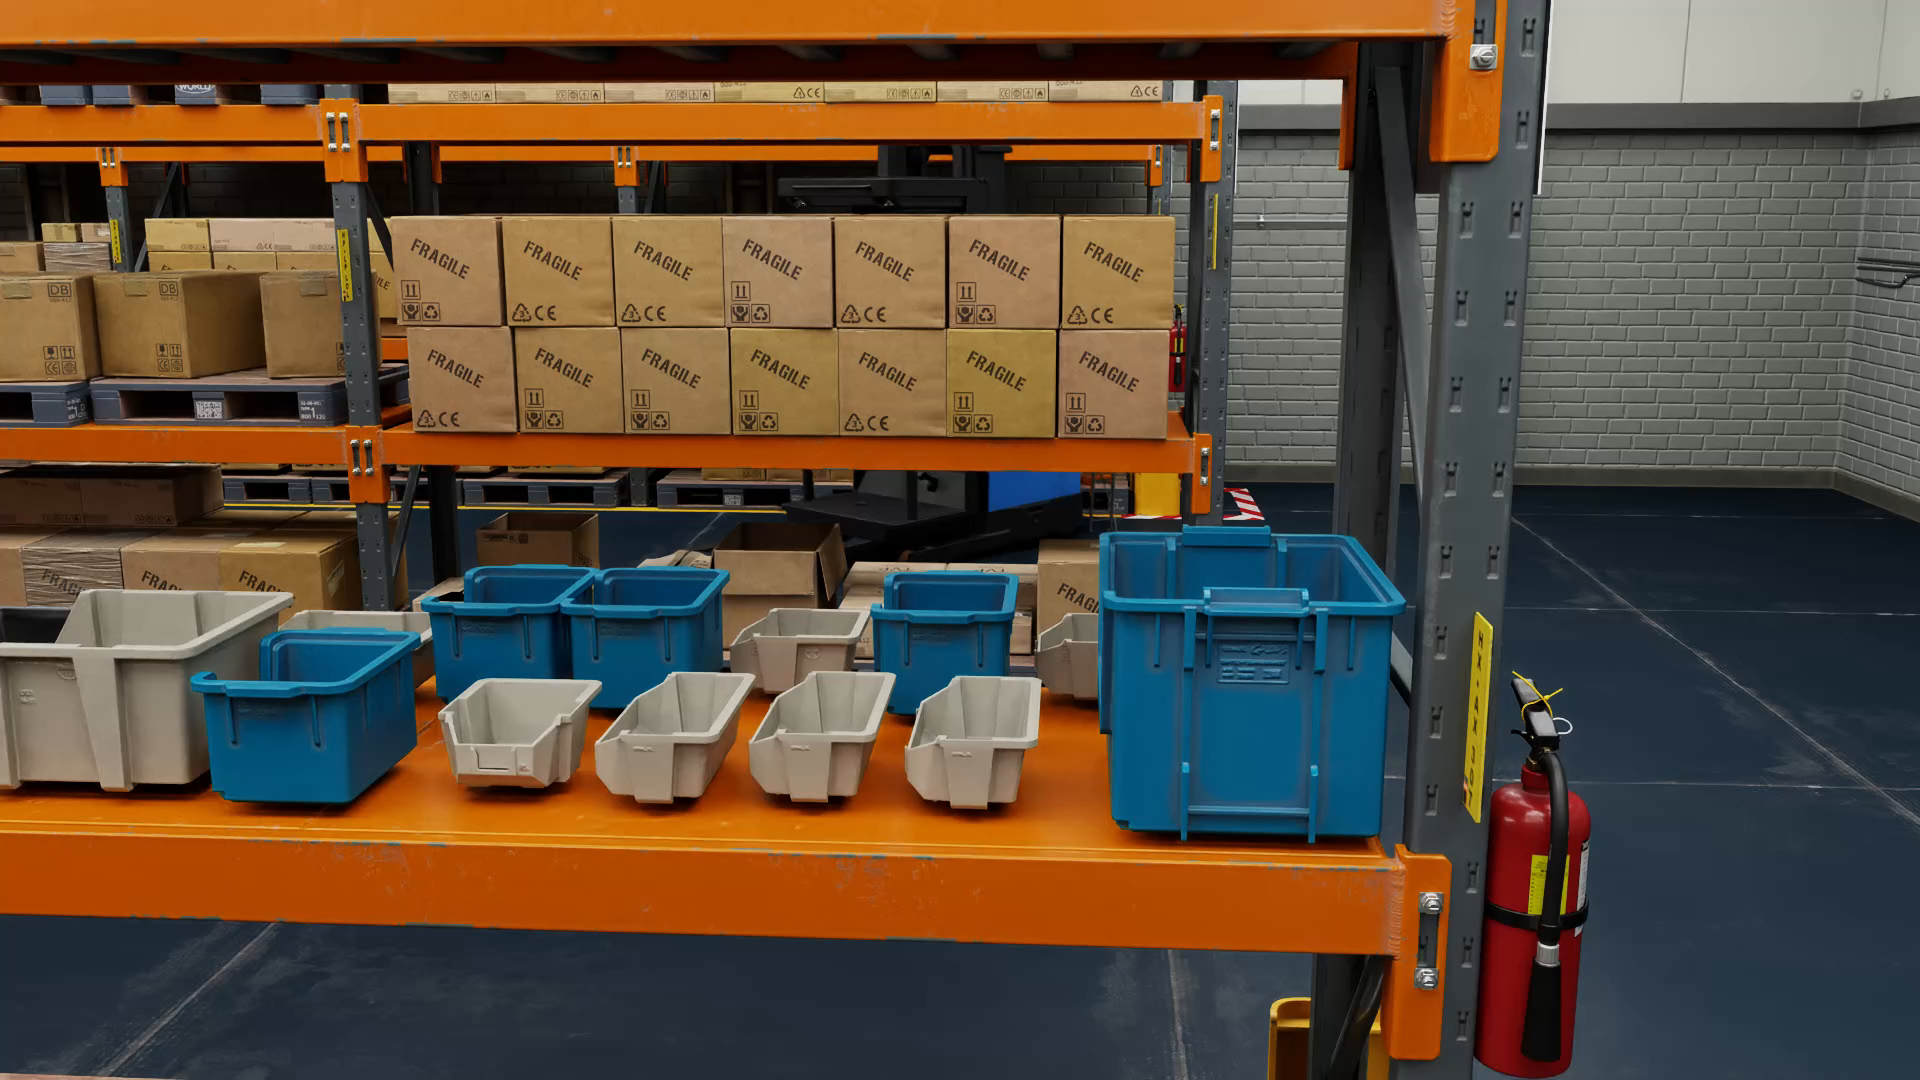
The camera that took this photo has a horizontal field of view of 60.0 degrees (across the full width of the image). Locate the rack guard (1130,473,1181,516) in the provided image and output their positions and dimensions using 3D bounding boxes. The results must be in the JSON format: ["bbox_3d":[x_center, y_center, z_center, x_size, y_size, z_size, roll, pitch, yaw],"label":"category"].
[{"bbox_3d":[1.540,-0.547,13.163,0.348,0.500,1.175,1,12,4],"label":"rack guard"}]

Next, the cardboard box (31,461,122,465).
[{"bbox_3d":[-7.188,-0.871,13.639,0.500,0.500,0.700,1,12,5],"label":"cardboard box"}]

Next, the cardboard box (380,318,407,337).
[{"bbox_3d":[-4.360,-1.692,13.094,0.250,0.149,0.380,1,12,6],"label":"cardboard box"}]

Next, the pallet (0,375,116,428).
[{"bbox_3d":[-4.853,-0.749,8.490,1.213,0.211,1.003,1,12,4],"label":"pallet"}]

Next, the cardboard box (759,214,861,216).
[{"bbox_3d":[-0.764,-1.377,8.341,0.500,0.500,0.500,1,12,3],"label":"cardboard box"}]

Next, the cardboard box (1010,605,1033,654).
[{"bbox_3d":[0.232,0.431,8.225,0.250,0.166,0.380,1,12,4],"label":"cardboard box"}]

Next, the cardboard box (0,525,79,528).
[{"bbox_3d":[-4.804,0.118,8.910,0.500,0.500,0.500,0,12,2],"label":"cardboard box"}]

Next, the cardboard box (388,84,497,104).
[{"bbox_3d":[-2.334,-2.151,7.767,0.500,0.250,0.500,1,12,4],"label":"cardboard box"}]

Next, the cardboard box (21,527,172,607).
[{"bbox_3d":[-4.307,0.231,8.369,0.500,0.500,0.500,1,12,4],"label":"cardboard box"}]

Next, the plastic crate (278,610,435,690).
[{"bbox_3d":[-1.380,0.260,3.695,0.466,0.136,0.293,1,12,4],"label":"plastic crate"}]

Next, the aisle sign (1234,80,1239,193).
[{"bbox_3d":[1.236,-1.968,7.500,0.004,0.787,0.394,1,12,4],"label":"aisle sign"}]

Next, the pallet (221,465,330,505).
[{"bbox_3d":[-5.684,-0.489,13.592,1.213,0.211,1.003,1,12,4],"label":"pallet"}]

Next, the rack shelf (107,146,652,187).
[{"bbox_3d":[-4.471,-2.969,13.067,4.000,0.370,1.077,1,12,4],"label":"rack shelf"}]

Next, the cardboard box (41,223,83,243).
[{"bbox_3d":[-7.134,-2.462,13.310,0.250,0.149,0.380,-1,12,-6],"label":"cardboard box"}]

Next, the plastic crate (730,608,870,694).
[{"bbox_3d":[-0.362,0.251,3.738,0.298,0.136,0.250,1,12,4],"label":"plastic crate"}]

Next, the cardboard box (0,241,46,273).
[{"bbox_3d":[-7.495,-2.151,13.407,0.500,0.500,0.700,0,12,-2],"label":"cardboard box"}]

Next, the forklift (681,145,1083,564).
[{"bbox_3d":[-0.489,-1.322,10.931,1.130,2.935,3.031,11,16,42],"label":"forklift"}]

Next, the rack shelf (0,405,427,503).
[{"bbox_3d":[-4.798,-0.489,8.536,4.000,0.370,1.077,1,12,4],"label":"rack shelf"}]

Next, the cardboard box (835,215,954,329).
[{"bbox_3d":[-0.295,-1.260,7.780,0.500,0.500,0.500,1,12,5],"label":"cardboard box"}]

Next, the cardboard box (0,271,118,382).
[{"bbox_3d":[-4.569,-1.080,8.334,0.500,0.500,0.700,-2,12,-11],"label":"cardboard box"}]

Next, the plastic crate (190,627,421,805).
[{"bbox_3d":[-1.212,0.330,3.128,0.300,0.233,0.416,1,12,4],"label":"plastic crate"}]

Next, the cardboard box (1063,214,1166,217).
[{"bbox_3d":[0.764,-1.357,8.244,0.500,0.500,0.500,1,12,5],"label":"cardboard box"}]

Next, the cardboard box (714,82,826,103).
[{"bbox_3d":[-0.837,-2.130,7.666,0.500,0.250,0.500,1,12,4],"label":"cardboard box"}]

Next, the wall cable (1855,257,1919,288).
[{"bbox_3d":[7.135,-3.037,11.893,0.112,2.526,3.097,1,12,4],"label":"wall cable"}]

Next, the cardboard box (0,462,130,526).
[{"bbox_3d":[-4.767,-0.249,8.833,0.500,0.250,0.500,1,12,3],"label":"cardboard box"}]

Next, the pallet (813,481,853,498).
[{"bbox_3d":[-0.501,-0.418,13.252,1.213,0.211,1.003,1,12,4],"label":"pallet"}]

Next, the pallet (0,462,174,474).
[{"bbox_3d":[-7.246,-0.527,13.770,1.213,0.211,1.003,1,12,4],"label":"pallet"}]

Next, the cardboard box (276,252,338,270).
[{"bbox_3d":[-4.982,-2.010,13.030,0.500,0.500,0.500,1,12,4],"label":"cardboard box"}]

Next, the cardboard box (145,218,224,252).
[{"bbox_3d":[-6.002,-2.393,13.029,0.500,0.250,0.500,1,12,5],"label":"cardboard box"}]

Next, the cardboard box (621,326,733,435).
[{"bbox_3d":[-1.302,-0.786,7.957,0.500,0.500,0.500,1,12,3],"label":"cardboard box"}]

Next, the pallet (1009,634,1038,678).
[{"bbox_3d":[0.317,0.594,8.412,1.213,0.211,1.003,1,12,4],"label":"pallet"}]

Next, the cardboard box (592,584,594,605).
[{"bbox_3d":[-1.837,0.309,8.853,0.250,0.149,0.380,1,12,4],"label":"cardboard box"}]

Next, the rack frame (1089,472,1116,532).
[{"bbox_3d":[1.043,-0.656,11.939,0.240,1.200,0.015,-7,13,-43],"label":"rack frame"}]

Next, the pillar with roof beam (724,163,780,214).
[{"bbox_3d":[-2.006,-4.050,9.150,0.400,9.000,9.100,1,12,4],"label":"pillar with roof beam"}]

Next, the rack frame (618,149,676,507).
[{"bbox_3d":[-2.475,-1.826,13.170,0.127,3.000,1.000,1,12,4],"label":"rack frame"}]

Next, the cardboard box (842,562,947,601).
[{"bbox_3d":[-0.333,0.293,8.685,0.500,0.250,0.500,1,12,4],"label":"cardboard box"}]

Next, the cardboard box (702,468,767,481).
[{"bbox_3d":[-1.736,-0.777,13.234,0.500,0.500,0.700,1,12,4],"label":"cardboard box"}]

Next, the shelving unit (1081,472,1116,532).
[{"bbox_3d":[0.877,-0.693,12.114,0.258,1.200,0.503,-7,13,-43],"label":"shelving unit"}]

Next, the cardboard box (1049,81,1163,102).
[{"bbox_3d":[0.659,-2.107,7.555,0.500,0.250,0.500,1,12,4],"label":"cardboard box"}]

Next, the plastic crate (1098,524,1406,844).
[{"bbox_3d":[0.507,0.240,3.063,0.499,0.435,0.616,1,12,4],"label":"plastic crate"}]

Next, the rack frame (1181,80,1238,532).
[{"bbox_3d":[1.189,-0.759,8.070,0.127,3.000,1.000,1,12,4],"label":"rack frame"}]

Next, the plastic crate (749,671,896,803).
[{"bbox_3d":[-0.260,0.372,3.163,0.243,0.136,0.396,1,12,4],"label":"plastic crate"}]

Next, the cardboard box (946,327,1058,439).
[{"bbox_3d":[0.206,-0.765,7.854,0.500,0.500,0.500,1,12,4],"label":"cardboard box"}]

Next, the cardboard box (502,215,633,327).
[{"bbox_3d":[-1.836,-1.281,7.880,0.500,0.500,0.500,0,12,2],"label":"cardboard box"}]

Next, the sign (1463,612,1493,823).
[{"bbox_3d":[0.833,0.286,2.678,0.005,0.325,0.100,1,12,4],"label":"sign"}]

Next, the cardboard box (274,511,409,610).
[{"bbox_3d":[-3.269,0.138,8.812,0.500,0.500,0.500,0,12,1],"label":"cardboard box"}]

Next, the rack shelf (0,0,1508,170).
[{"bbox_3d":[-1.142,-0.891,3.130,4.000,0.370,1.077,1,12,4],"label":"rack shelf"}]

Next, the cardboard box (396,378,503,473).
[{"bbox_3d":[-4.019,-0.973,13.318,0.750,0.750,0.750,1,12,5],"label":"cardboard box"}]
